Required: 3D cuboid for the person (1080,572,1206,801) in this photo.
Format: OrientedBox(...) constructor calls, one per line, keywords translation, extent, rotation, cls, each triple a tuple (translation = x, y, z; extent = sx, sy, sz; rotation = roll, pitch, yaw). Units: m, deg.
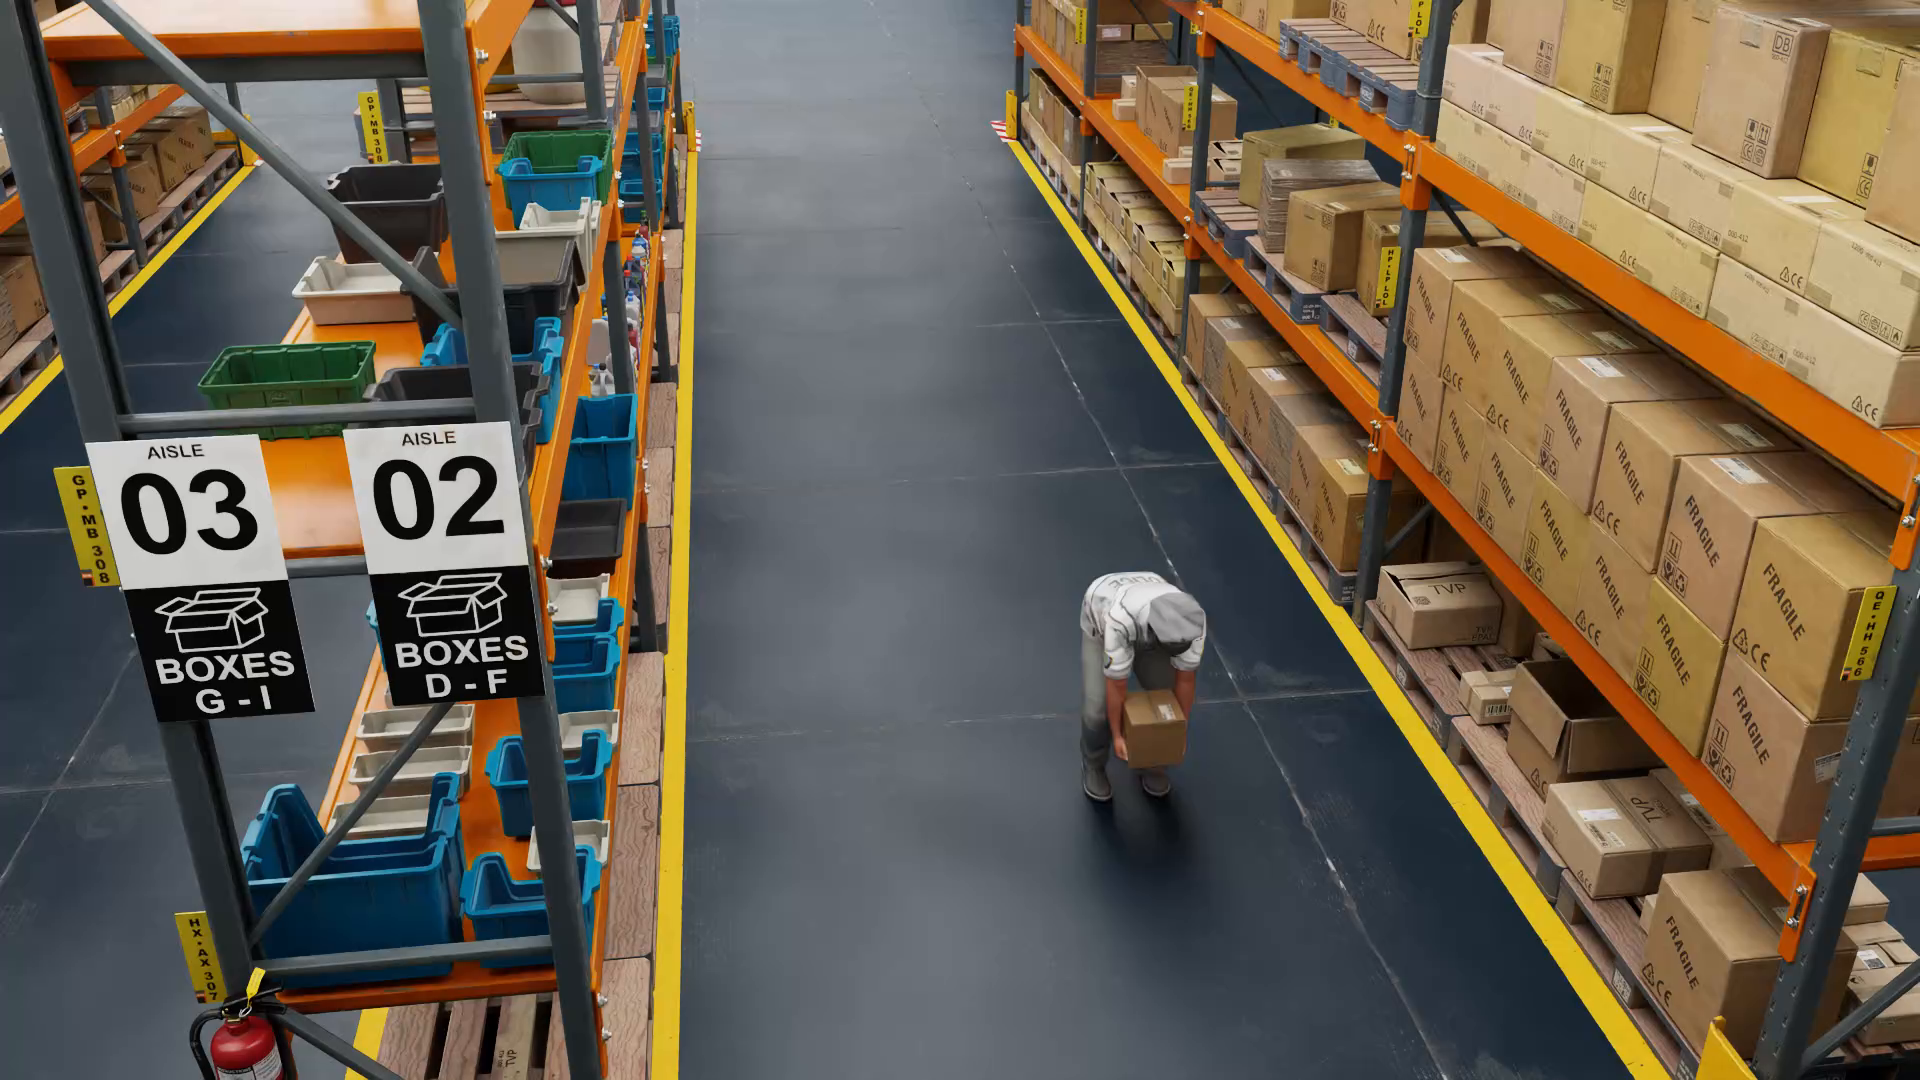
OrientedBox(translation=(0.842, 0.691, 7.711), extent=(0.493, 1.341, 0.987), rotation=(-5, 27, -9), cls="person")
